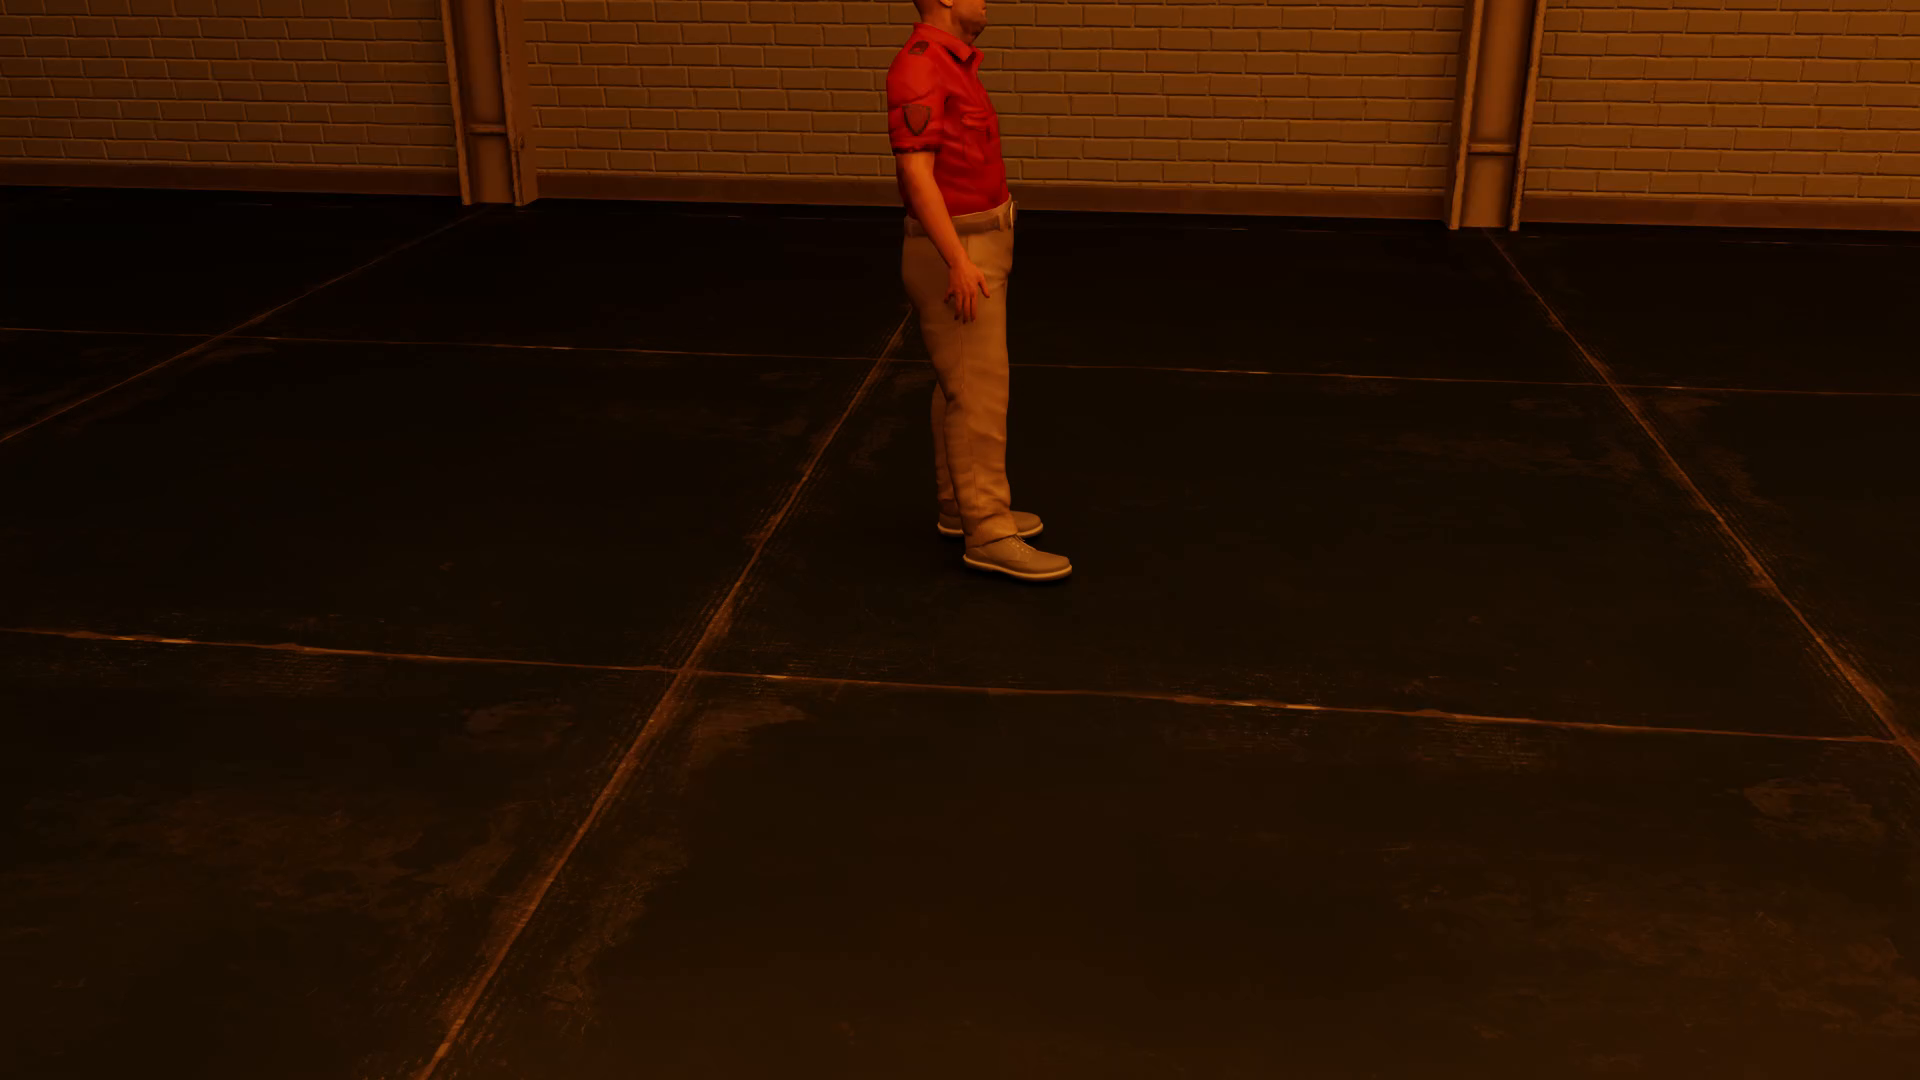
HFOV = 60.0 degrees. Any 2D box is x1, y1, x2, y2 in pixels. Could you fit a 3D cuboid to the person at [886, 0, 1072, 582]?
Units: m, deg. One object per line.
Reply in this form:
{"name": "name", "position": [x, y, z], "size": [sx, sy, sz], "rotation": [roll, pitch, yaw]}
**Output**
{"name": "person", "position": [0.088, -0.801, 4.830], "size": [0.550, 1.728, 0.641], "rotation": [3, 22, 7]}
